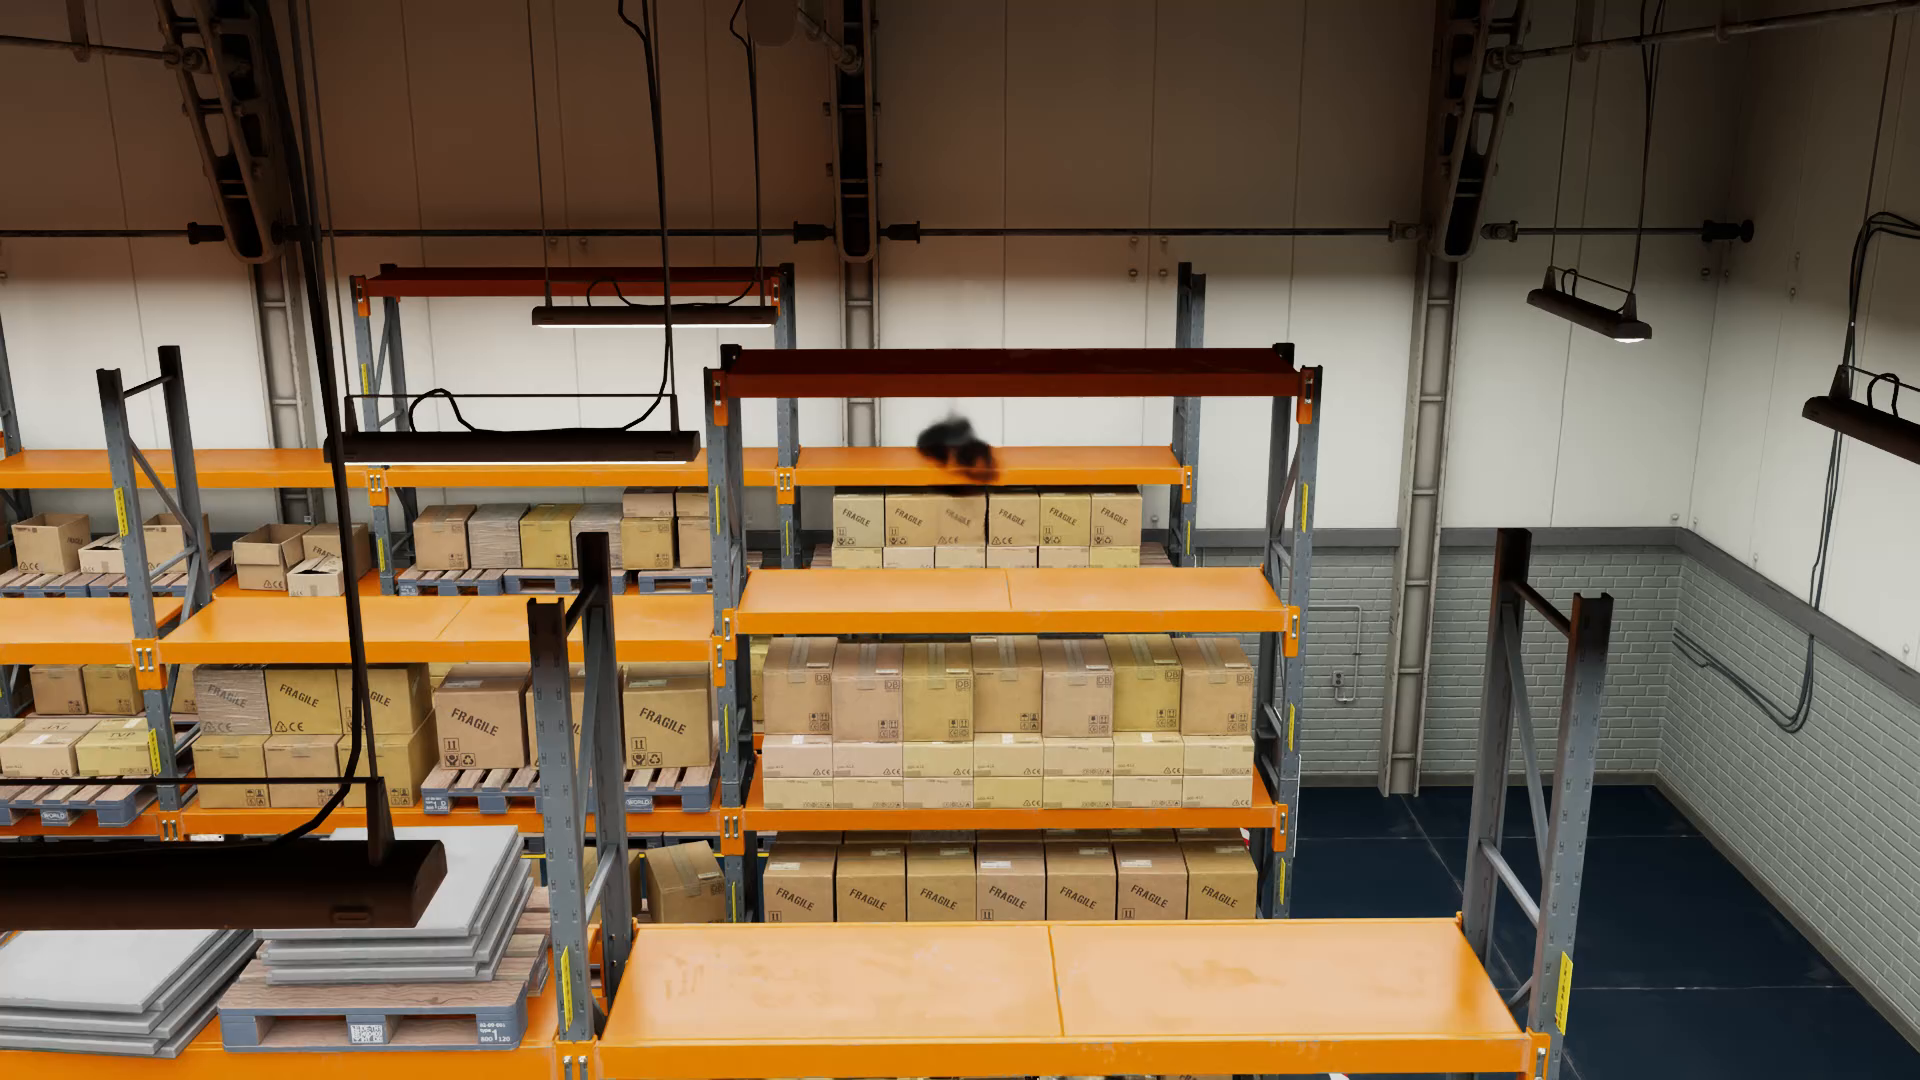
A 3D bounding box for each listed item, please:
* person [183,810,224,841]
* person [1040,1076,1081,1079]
[{"bbox_3d":[-6.737,3.165,14.573,0.614,1.739,0.657,0,16,-1],"label":"person"},{"bbox_3d":[0.657,4.204,11.174,0.673,1.628,0.570,-4,17,-13],"label":"person"}]
